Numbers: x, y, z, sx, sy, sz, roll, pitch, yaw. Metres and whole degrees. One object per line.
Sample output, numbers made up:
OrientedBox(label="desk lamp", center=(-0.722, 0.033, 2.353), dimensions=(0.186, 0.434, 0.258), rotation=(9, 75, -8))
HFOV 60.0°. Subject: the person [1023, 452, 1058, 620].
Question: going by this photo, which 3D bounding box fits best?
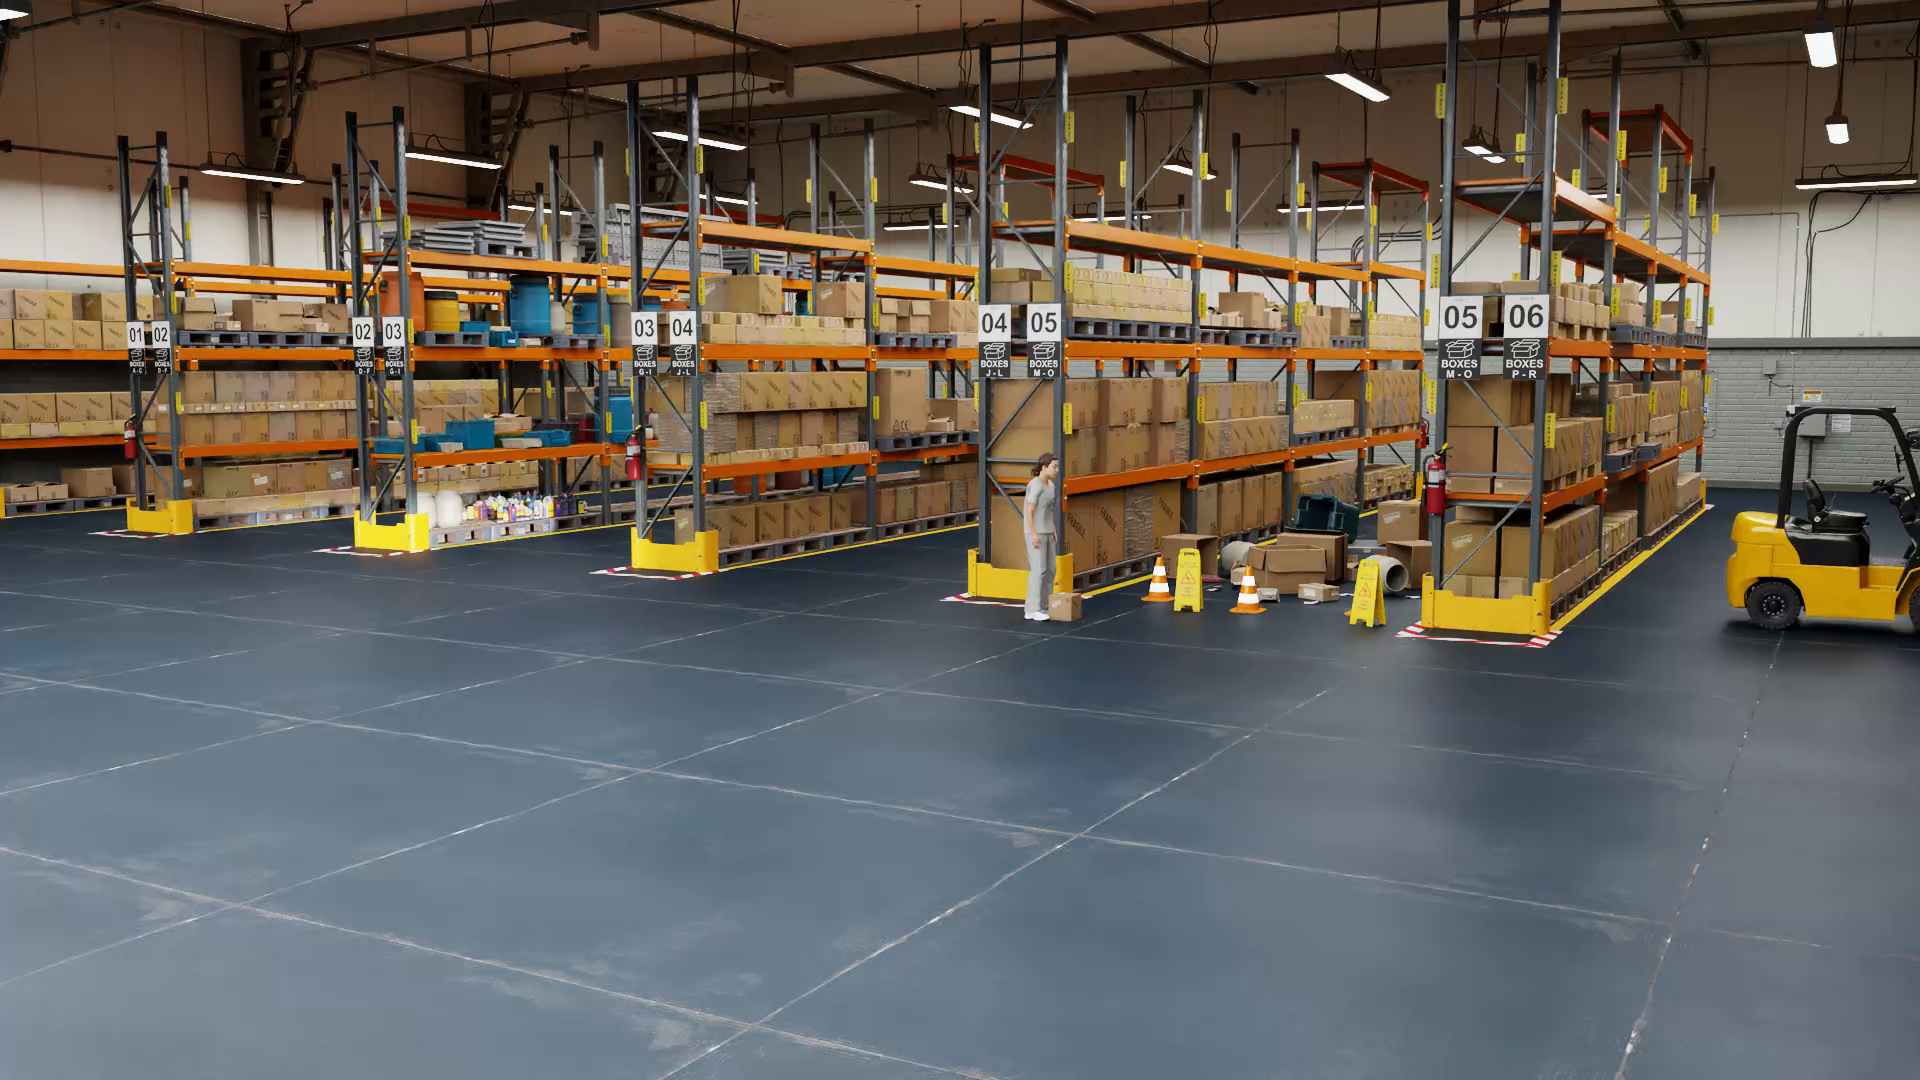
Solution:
OrientedBox(label="person", center=(0.833, -0.045, 16.784), dimensions=(0.360, 1.667, 0.485), rotation=(3, 7, 29))
